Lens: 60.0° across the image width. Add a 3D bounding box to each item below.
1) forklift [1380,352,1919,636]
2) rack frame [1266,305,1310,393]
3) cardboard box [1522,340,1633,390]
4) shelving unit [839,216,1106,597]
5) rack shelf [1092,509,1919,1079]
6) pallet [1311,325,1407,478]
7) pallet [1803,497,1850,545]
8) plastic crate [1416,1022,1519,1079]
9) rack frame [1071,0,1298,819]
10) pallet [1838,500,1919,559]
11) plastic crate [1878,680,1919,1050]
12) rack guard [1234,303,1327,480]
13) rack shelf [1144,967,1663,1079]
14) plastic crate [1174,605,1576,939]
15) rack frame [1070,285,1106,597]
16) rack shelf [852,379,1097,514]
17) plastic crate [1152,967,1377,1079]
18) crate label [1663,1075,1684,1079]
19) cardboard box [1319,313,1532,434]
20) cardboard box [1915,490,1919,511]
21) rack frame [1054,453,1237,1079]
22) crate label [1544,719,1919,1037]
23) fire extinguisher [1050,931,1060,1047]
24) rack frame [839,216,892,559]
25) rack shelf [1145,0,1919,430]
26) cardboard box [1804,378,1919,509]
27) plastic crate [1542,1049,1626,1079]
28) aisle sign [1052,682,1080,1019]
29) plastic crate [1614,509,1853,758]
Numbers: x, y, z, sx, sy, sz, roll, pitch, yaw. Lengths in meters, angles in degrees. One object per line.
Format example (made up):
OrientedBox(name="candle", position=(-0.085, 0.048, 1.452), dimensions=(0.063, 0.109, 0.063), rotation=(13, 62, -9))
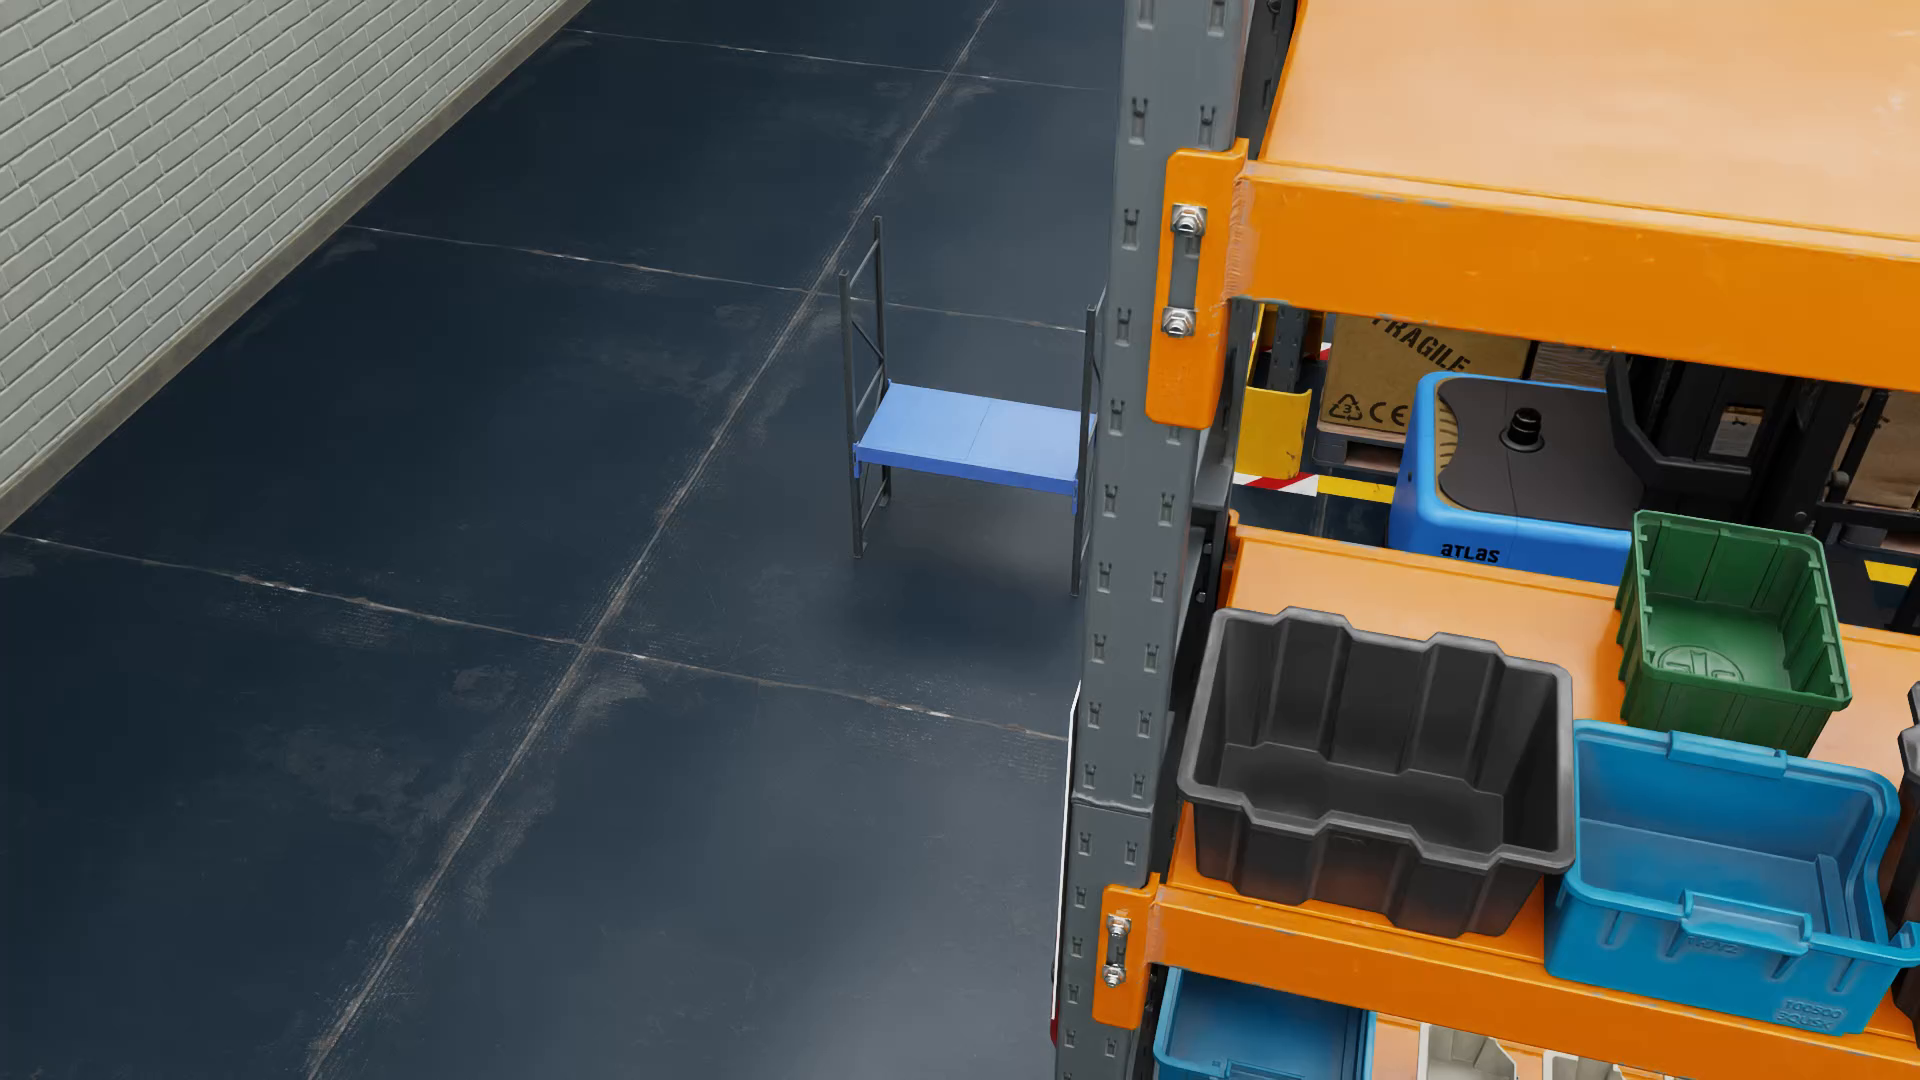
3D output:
OrientedBox(name="forklift", position=(3.285, -0.516, 6.085), dimensions=(3.031, 2.935, 1.130), rotation=(8, 41, 9))
OrientedBox(name="rack frame", position=(1.644, -1.818, 7.582), dimensions=(0.127, 3.000, 1.000), rotation=(10, 41, 11))
OrientedBox(name="cardboard box", position=(3.162, -0.957, 7.883), dimensions=(0.875, 0.875, 0.875), rotation=(10, 41, 11))
OrientedBox(name="shelving unit", position=(0.082, -0.560, 7.251), dimensions=(1.048, 1.500, 0.538), rotation=(10, 41, 11))
OrientedBox(name="rack shelf", position=(2.296, 0.718, 2.789), dimensions=(4.000, 0.370, 1.077), rotation=(10, 41, 11))
OrientedBox(name="pallet", position=(2.437, -0.666, 8.379), dimensions=(1.213, 0.211, 1.003), rotation=(10, 41, 11))
OrientedBox(name="pallet", position=(3.612, -0.462, 8.136), dimensions=(1.213, 0.211, 1.003), rotation=(10, 41, 11))
OrientedBox(name="plastic crate", position=(1.199, 1.360, 3.957), dimensions=(0.243, 0.136, 0.396), rotation=(10, 41, 11))
OrientedBox(name="rack frame", position=(0.364, -1.038, 1.989), dimensions=(0.127, 3.000, 1.000), rotation=(10, 41, 11))
OrientedBox(name="pallet", position=(4.794, -0.260, 7.896), dimensions=(1.213, 0.211, 1.003), rotation=(10, 41, 11))
OrientedBox(name="plastic crate", position=(1.769, 0.559, 2.468), dimensions=(0.767, 0.338, 0.504), rotation=(10, 41, 11))
OrientedBox(name="rack guard", position=(1.621, -0.865, 8.391), dimensions=(0.348, 0.500, 1.175), rotation=(10, 41, 11))
OrientedBox(name="rack shelf", position=(2.296, 1.867, 3.754), dimensions=(4.000, 0.370, 1.077), rotation=(10, 41, 11))
OrientedBox(name="plastic crate", position=(0.664, 0.398, 2.714), dimensions=(0.590, 0.269, 0.497), rotation=(10, 41, 11))
OrientedBox(name="rack frame", position=(0.573, -0.476, 7.150), dimensions=(0.032, 1.500, 0.500), rotation=(10, 41, 11))
OrientedBox(name="rack shelf", position=(0.082, -0.422, 7.366), dimensions=(1.000, 0.185, 0.538), rotation=(10, 41, 11))
OrientedBox(name="plastic crate", position=(0.736, 1.162, 3.960), dimensions=(0.499, 0.435, 0.616), rotation=(10, 41, 11))
OrientedBox(name="crate label", position=(1.750, 1.448, 3.852), dimensions=(0.243, 0.136, 0.396), rotation=(10, 41, 11))
OrientedBox(name="cardboard box", position=(2.283, -1.109, 8.063), dimensions=(0.875, 0.875, 0.875), rotation=(10, 41, 11))
OrientedBox(name="cardboard box", position=(4.891, -0.660, 7.529), dimensions=(0.875, 0.875, 0.875), rotation=(10, 41, 11))
OrientedBox(name="rack frame", position=(0.364, 1.259, 3.919), dimensions=(0.127, 3.000, 1.000), rotation=(10, 41, 11))
OrientedBox(name="crate label", position=(1.172, 0.521, 2.580), dimensions=(0.502, 0.251, 0.408), rotation=(10, 41, 11))
OrientedBox(name="fire extinguisher", position=(0.336, 1.124, 4.429), dimensions=(0.183, 0.674, 0.296), rotation=(10, 41, 11))
OrientedBox(name="rack frame", position=(-0.409, -0.645, 7.351), dimensions=(0.032, 1.500, 0.500), rotation=(10, 41, 11))
OrientedBox(name="rack shelf", position=(2.296, -0.277, 1.953), dimensions=(4.000, 0.370, 1.077), rotation=(10, 41, 11))
OrientedBox(name="cardboard box", position=(4.022, -0.809, 7.707), dimensions=(0.875, 0.875, 0.875), rotation=(10, 41, 11))
OrientedBox(name="plastic crate", position=(1.475, 1.417, 3.889), dimensions=(0.243, 0.136, 0.396), rotation=(10, 41, 11))
OrientedBox(name="aisle sign", position=(0.218, 0.436, 2.877), dimensions=(0.004, 0.787, 0.394), rotation=(10, 41, 11))
OrientedBox(name="plastic crate", position=(1.391, 0.178, 3.038), dimensions=(0.336, 0.188, 0.450), rotation=(10, 41, 11))
